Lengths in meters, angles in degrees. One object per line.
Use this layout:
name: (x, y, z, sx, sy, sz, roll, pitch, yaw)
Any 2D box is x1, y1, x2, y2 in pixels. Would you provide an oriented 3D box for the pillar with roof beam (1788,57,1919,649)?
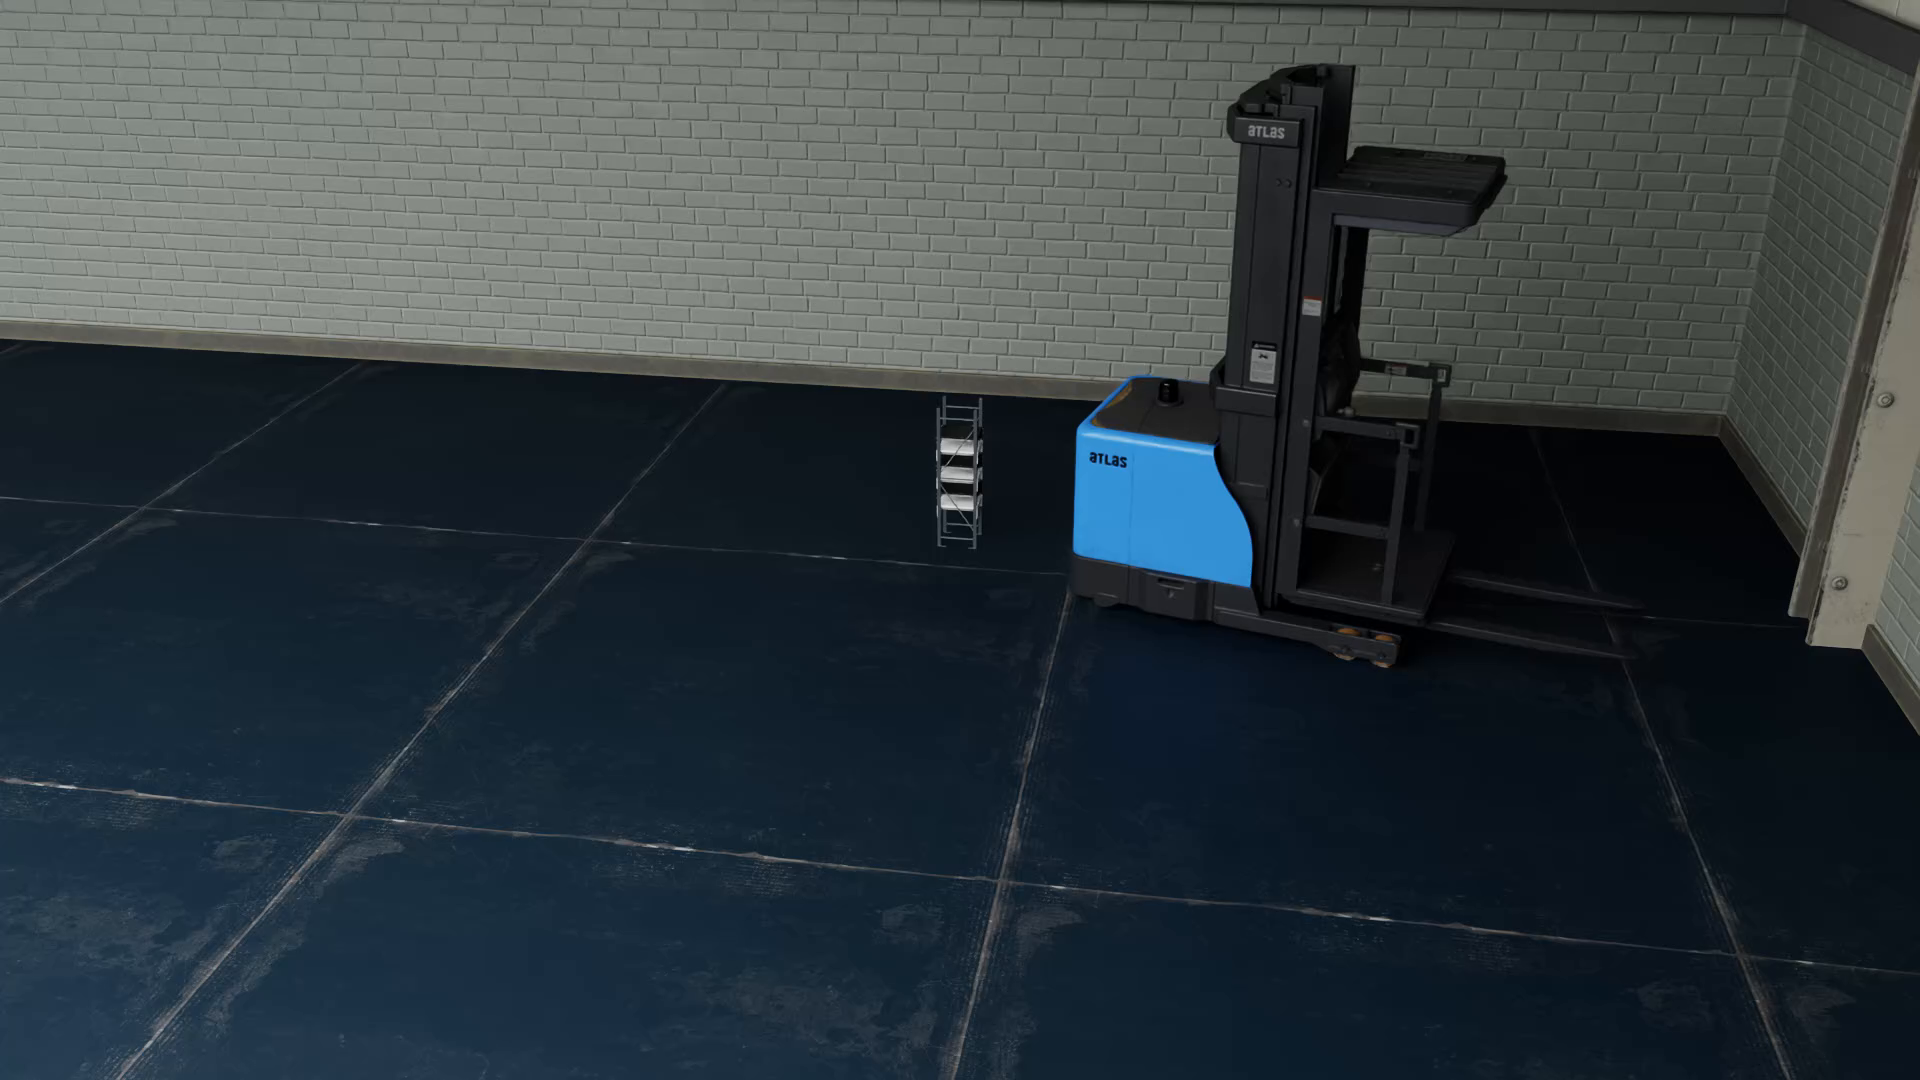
pillar with roof beam: (0.542, -3.876, 7.915, 9.100, 9.000, 0.400, 4, 25, 9)

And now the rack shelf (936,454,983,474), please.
rack shelf: (-0.001, -0.455, 10.028, 0.258, 0.077, 0.200, 4, 25, 9)

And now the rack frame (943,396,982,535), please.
rack frame: (0.015, -0.447, 10.143, 0.240, 0.900, 0.006, 4, 25, 9)

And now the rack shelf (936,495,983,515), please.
rack shelf: (-0.001, -0.211, 10.142, 0.258, 0.077, 0.200, 4, 25, 9)

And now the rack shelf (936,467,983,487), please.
rack shelf: (-0.001, -0.374, 10.066, 0.258, 0.077, 0.200, 4, 25, 9)

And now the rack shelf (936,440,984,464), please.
rack shelf: (-0.001, -0.537, 9.990, 0.258, 0.077, 0.200, 4, 25, 9)

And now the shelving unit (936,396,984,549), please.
shelving unit: (-0.001, -0.404, 10.052, 0.258, 0.900, 0.210, 4, 25, 9)

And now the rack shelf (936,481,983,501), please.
rack shelf: (-0.001, -0.292, 10.104, 0.258, 0.077, 0.200, 4, 25, 9)

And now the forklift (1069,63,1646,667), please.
forklift: (2.186, -0.910, 8.738, 3.031, 2.935, 1.130, 11, 27, 21)

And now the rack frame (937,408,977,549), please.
rack frame: (-0.018, -0.362, 9.961, 0.240, 0.900, 0.006, 4, 25, 9)

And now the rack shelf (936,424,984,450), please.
rack shelf: (-0.001, -0.619, 9.952, 0.258, 0.077, 0.200, 4, 25, 9)
